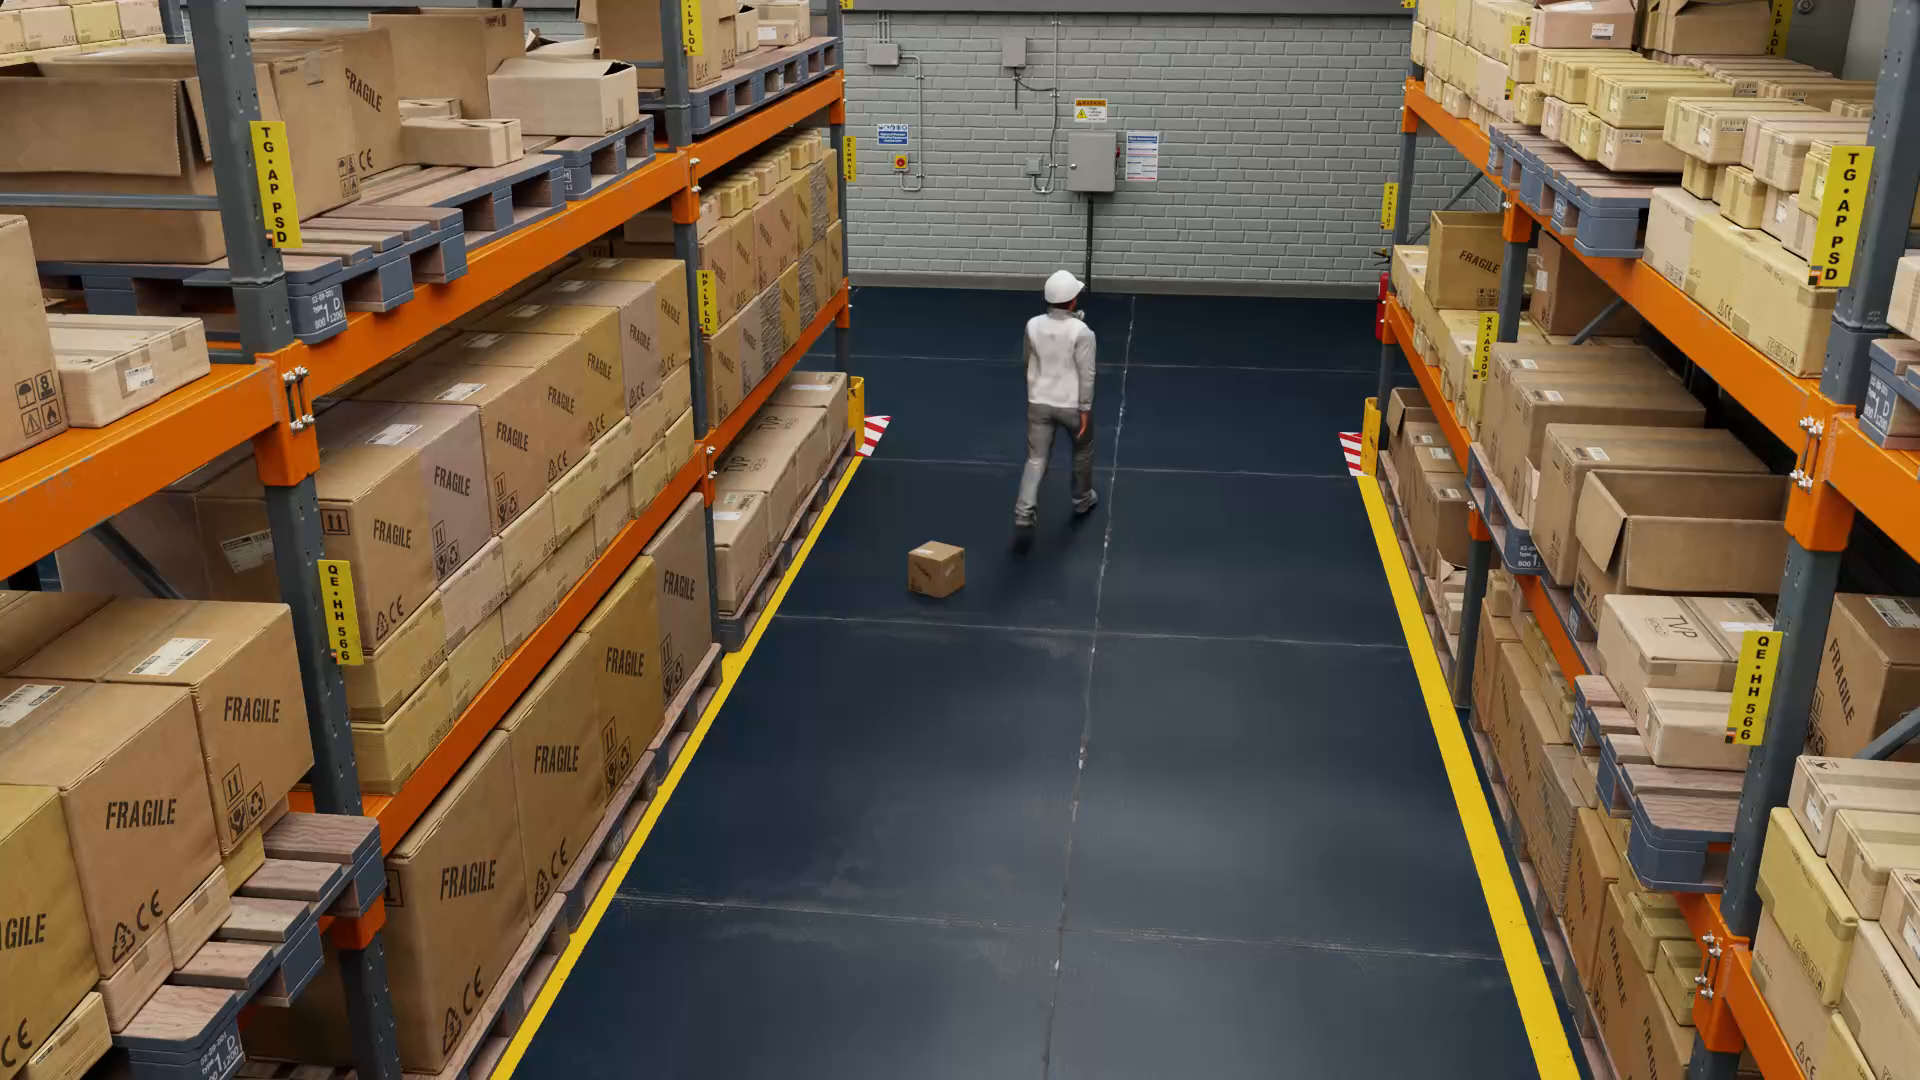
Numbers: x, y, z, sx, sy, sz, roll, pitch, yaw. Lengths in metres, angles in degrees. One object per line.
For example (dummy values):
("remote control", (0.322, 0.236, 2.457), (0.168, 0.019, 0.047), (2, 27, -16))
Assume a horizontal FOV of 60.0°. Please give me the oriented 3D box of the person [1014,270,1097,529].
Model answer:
("person", (0.652, -0.923, 10.958), (0.550, 1.726, 1.039), (8, 22, 20))
